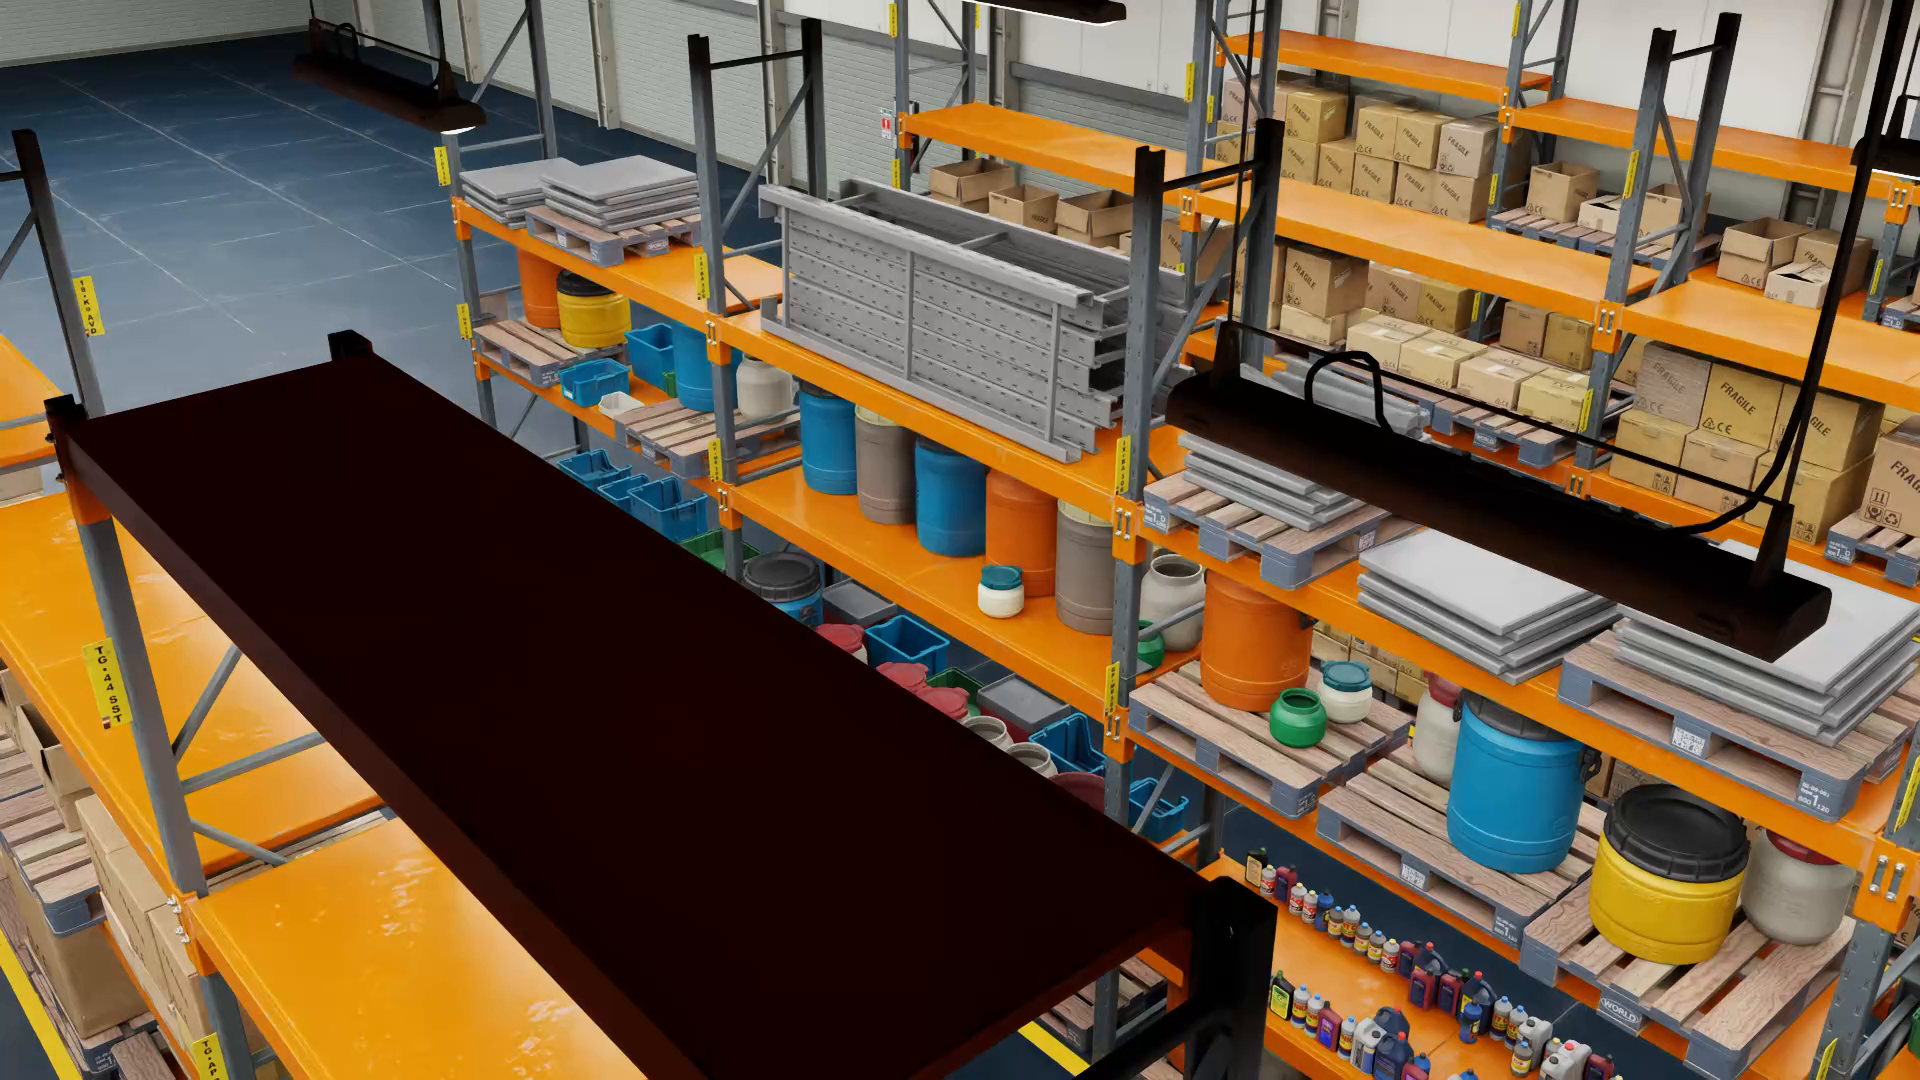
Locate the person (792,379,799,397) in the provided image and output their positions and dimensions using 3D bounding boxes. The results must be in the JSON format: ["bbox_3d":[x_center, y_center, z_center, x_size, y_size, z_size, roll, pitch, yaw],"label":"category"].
[{"bbox_3d":[-2.389,-2.436,20.511,0.802,1.650,0.531,-5,27,-9],"label":"person"}]
